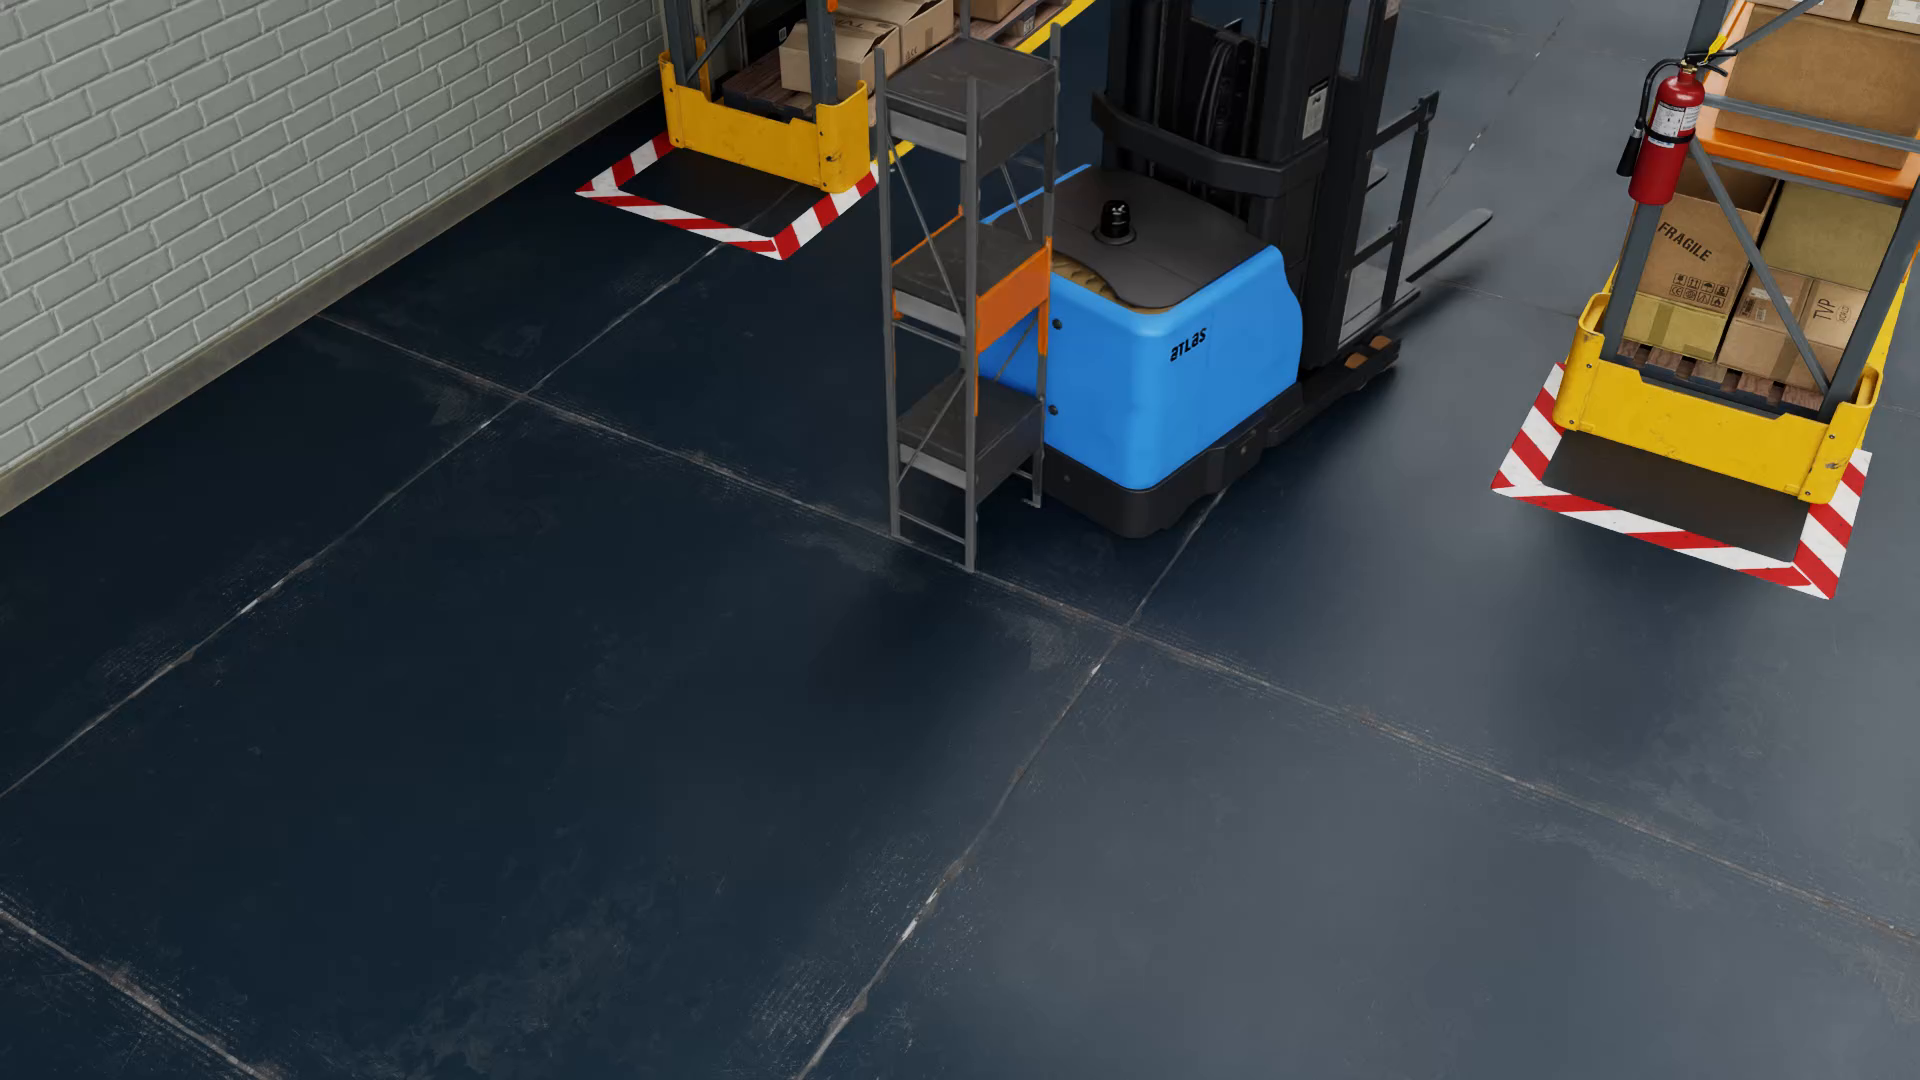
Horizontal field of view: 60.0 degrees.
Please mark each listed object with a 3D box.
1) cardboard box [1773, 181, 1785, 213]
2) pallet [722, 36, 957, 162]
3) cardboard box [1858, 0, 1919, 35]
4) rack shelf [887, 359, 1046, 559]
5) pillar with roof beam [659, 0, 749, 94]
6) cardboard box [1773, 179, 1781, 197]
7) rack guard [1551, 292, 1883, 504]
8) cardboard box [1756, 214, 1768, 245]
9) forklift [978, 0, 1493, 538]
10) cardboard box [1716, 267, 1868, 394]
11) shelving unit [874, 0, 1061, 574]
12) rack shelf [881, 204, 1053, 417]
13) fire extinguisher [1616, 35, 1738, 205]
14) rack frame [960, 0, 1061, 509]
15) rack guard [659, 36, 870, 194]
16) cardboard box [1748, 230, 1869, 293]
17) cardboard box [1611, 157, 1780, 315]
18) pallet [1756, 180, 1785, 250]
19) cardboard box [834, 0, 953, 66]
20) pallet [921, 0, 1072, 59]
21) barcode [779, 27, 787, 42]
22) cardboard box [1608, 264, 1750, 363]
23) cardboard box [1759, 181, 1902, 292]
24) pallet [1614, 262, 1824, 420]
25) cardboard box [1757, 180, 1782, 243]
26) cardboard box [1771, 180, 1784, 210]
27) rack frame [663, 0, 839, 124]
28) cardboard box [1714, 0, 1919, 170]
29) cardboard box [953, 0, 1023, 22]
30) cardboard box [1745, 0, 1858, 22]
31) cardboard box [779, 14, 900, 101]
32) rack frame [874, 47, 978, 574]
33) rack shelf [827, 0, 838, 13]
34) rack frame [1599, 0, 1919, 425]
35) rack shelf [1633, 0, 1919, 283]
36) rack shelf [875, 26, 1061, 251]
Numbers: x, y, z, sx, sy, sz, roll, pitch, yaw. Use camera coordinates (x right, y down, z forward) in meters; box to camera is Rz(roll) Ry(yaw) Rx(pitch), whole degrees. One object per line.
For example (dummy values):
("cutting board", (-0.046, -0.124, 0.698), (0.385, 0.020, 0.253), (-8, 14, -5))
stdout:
("cardboard box", (4.147, -1.781, 7.698), (0.500, 0.500, 0.500), (21, 45, 22))
("pallet", (-0.617, -2.650, 9.599), (1.003, 0.211, 1.213), (21, 45, 22))
("cardboard box", (3.581, -1.998, 6.182), (0.380, 0.149, 0.250), (21, 45, 22))
("rack shelf", (0.029, -0.328, 6.613), (0.431, 0.518, 0.480), (25, 47, 25))
("pillar with roof beam", (2.236, -4.714, 5.294), (9.100, 9.000, 0.400), (21, 45, 22))
("cardboard box", (3.697, -1.953, 7.893), (0.500, 0.500, 0.500), (21, 45, 22))
("rack guard", (3.186, -0.612, 7.066), (1.175, 0.500, 0.348), (21, 45, 22))
("cardboard box", (3.451, -1.384, 7.814), (0.500, 0.250, 0.500), (21, 45, 22))
("forklift", (1.365, -1.987, 6.788), (1.130, 2.935, 3.031), (32, 51, 31))
("cardboard box", (3.659, -0.922, 7.291), (0.500, 0.250, 0.500), (21, 45, 22))
("shelving unit", (0.029, -0.863, 6.141), (0.431, 2.100, 0.503), (25, 47, 25))
("rack shelf", (0.029, -0.853, 6.150), (0.431, 0.518, 0.480), (25, 47, 25))
("fire extinguisher", (2.737, -1.620, 6.379), (0.296, 0.674, 0.183), (21, 45, 22))
("rack frame", (0.169, -0.995, 6.291), (0.400, 2.100, 0.015), (25, 47, 25))
("rack guard", (-1.054, -2.305, 8.989), (1.175, 0.500, 0.348), (21, 45, 22))
("cardboard box", (3.906, -1.210, 7.617), (0.500, 0.250, 0.500), (21, 45, 22))
("cardboard box", (3.209, -1.376, 7.238), (0.500, 0.500, 0.500), (21, 45, 22))
("pallet", (4.156, -1.664, 8.479), (1.003, 0.211, 1.213), (21, 45, 22))
("cardboard box", (-0.383, -3.048, 9.643), (0.500, 0.311, 0.500), (25, 47, 25))
("pallet", (-0.006, -3.345, 10.389), (1.003, 0.211, 1.213), (21, 45, 22))
("barcode", (-1.005, -2.868, 9.432), (0.001, 0.075, 0.075), (21, 45, 22))
("cardboard box", (3.211, -1.094, 7.485), (0.500, 0.250, 0.500), (21, 45, 22))
("cardboard box", (3.908, -1.491, 7.368), (0.500, 0.500, 0.500), (21, 45, 22))
("pallet", (3.545, -0.968, 7.690), (1.003, 0.211, 1.213), (21, 45, 22))
("cardboard box", (3.699, -1.670, 8.140), (0.500, 0.250, 0.500), (21, 45, 22))
("cardboard box", (3.951, -1.956, 8.464), (0.500, 0.250, 0.500), (21, 45, 22))
("rack frame", (-1.092, -3.200, 8.114), (1.000, 3.000, 0.127), (21, 45, 22))
("cardboard box", (3.443, -1.864, 6.521), (0.700, 0.500, 0.500), (21, 45, 22))
("cardboard box", (0.028, -3.522, 10.038), (0.700, 0.500, 0.500), (18, 45, 19))
("cardboard box", (3.225, -2.126, 6.328), (0.380, 0.149, 0.250), (20, 45, 21))
("cardboard box", (-0.668, -2.722, 9.273), (0.500, 0.311, 0.500), (16, 44, 17))
("rack frame", (-0.111, -0.731, 5.991), (0.400, 2.100, 0.015), (25, 47, 25))
("rack shelf", (-0.091, -4.074, 9.651), (1.077, 0.370, 4.000), (21, 45, 22))
("rack frame", (3.198, -1.563, 6.256), (1.000, 3.000, 0.127), (21, 45, 22))
("rack shelf", (4.199, -2.438, 7.793), (1.077, 0.370, 4.000), (21, 45, 22))
("rack shelf", (0.029, -1.378, 5.688), (0.431, 0.518, 0.480), (25, 47, 25))
